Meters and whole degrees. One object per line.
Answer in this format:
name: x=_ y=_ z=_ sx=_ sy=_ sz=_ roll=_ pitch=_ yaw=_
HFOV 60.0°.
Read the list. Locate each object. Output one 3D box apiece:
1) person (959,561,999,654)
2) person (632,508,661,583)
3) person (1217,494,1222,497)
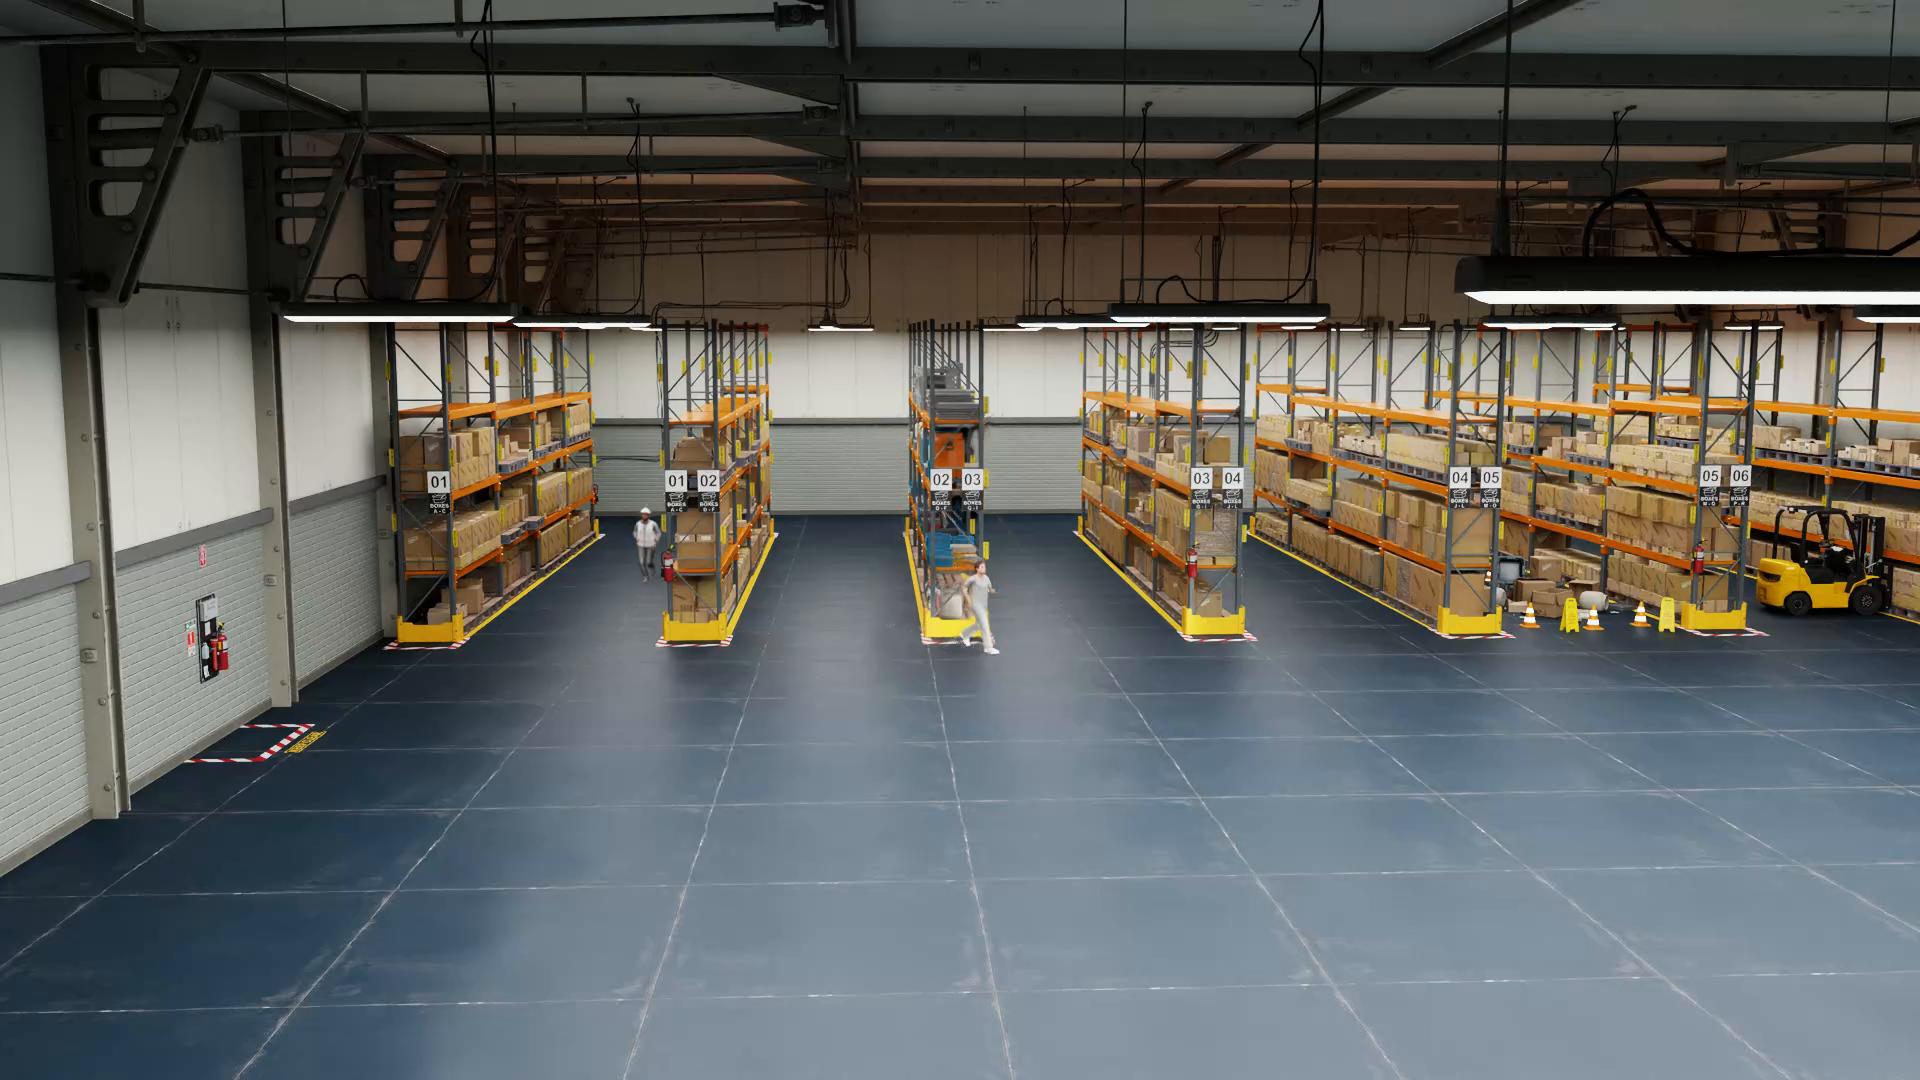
person: x=0.325 y=1.184 z=29.909 sx=0.945 sy=1.652 sz=0.565 roll=6 pitch=9 yaw=40
person: x=-7.264 y=0.124 z=38.504 sx=0.661 sy=1.731 sz=0.585 roll=0 pitch=7 yaw=1
person: x=7.215 y=-0.833 z=46.506 sx=0.587 sy=1.633 sz=0.583 roll=2 pitch=7 yaw=13
